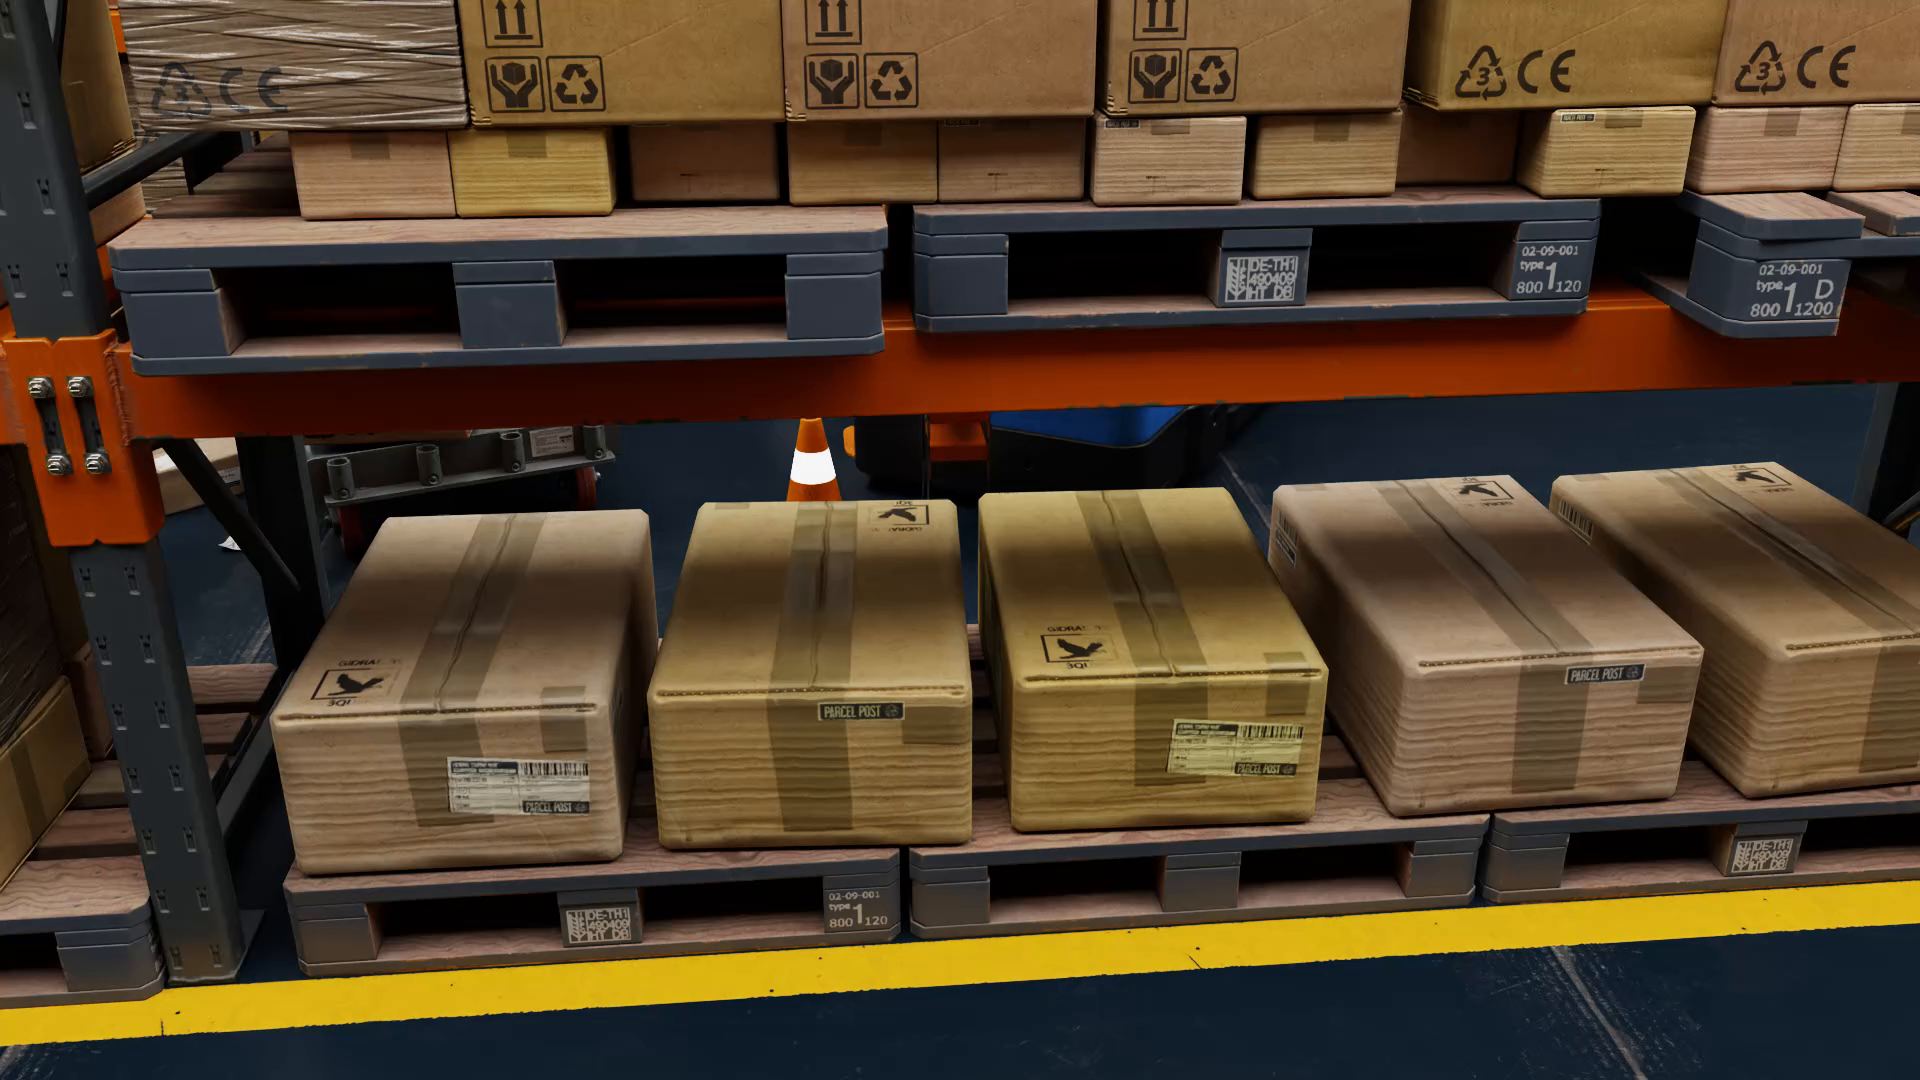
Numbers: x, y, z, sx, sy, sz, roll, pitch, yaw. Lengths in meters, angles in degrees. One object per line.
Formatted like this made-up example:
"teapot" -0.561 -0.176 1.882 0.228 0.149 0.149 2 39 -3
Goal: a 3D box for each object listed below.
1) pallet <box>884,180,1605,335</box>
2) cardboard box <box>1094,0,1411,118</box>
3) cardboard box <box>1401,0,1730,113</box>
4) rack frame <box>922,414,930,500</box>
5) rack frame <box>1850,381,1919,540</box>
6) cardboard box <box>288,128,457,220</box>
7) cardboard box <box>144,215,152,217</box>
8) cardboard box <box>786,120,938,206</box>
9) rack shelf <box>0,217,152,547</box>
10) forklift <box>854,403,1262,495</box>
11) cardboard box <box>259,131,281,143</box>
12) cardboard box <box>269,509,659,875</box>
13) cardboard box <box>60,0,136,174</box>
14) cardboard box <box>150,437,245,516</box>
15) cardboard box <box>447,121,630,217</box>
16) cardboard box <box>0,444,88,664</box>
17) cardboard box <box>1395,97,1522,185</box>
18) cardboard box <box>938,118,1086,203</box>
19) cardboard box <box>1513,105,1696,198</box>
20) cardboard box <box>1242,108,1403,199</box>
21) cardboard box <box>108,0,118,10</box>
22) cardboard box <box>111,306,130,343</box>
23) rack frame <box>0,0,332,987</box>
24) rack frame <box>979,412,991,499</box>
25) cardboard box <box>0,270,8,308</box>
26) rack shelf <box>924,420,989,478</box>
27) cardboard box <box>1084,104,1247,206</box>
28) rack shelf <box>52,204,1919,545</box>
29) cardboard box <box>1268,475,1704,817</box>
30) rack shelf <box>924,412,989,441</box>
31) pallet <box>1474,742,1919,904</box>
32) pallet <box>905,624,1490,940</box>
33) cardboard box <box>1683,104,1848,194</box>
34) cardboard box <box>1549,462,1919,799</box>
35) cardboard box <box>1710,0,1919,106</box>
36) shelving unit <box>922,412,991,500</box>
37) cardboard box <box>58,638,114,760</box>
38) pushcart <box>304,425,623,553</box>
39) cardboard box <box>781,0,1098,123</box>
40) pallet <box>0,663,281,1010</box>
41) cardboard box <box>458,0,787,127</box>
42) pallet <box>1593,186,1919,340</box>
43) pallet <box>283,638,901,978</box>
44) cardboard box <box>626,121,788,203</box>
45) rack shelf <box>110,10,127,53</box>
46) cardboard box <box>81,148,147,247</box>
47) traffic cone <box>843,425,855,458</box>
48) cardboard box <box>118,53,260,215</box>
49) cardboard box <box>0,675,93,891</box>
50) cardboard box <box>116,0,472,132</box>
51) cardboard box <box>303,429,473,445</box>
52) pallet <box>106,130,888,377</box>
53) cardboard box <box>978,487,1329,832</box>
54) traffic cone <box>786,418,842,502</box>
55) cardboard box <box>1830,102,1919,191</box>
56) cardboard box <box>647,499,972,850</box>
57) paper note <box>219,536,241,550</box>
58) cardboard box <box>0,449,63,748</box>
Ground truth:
"pallet" 0.473 -0.672 3.305 1.213 0.211 1.003 -2 24 -5
"cardboard box" 0.455 -1.031 2.870 0.500 0.500 0.500 -3 24 -7
"cardboard box" 0.998 -1.052 2.918 0.500 0.500 0.500 -4 24 -9
"rack frame" -0.105 -0.544 4.997 0.006 1.200 0.240 -2 24 -5
"rack frame" 2.439 -0.855 3.481 0.127 3.000 1.000 -2 24 -5
"cardboard box" -0.961 -0.667 2.850 0.250 0.149 0.380 -2 24 -4
"cardboard box" -3.573 -1.074 7.048 0.500 0.500 0.500 2 24 4
"cardboard box" -0.177 -0.709 2.944 0.250 0.149 0.380 -2 24 -4
"rack shelf" -3.532 -0.287 3.088 4.000 0.370 1.077 -2 24 -5
"forklift" 0.741 -1.971 6.076 1.130 2.935 3.031 11 26 23
"cardboard box" -2.762 -1.916 7.967 0.875 0.875 0.875 -2 24 -4
"cardboard box" -1.020 0.291 3.619 0.625 0.372 0.950 -2 24 -4
"cardboard box" -2.007 -0.972 3.255 0.500 0.500 0.500 -2 24 -5
"cardboard box" -2.563 -0.281 5.555 0.258 0.266 0.396 22 32 40
"cardboard box" -0.711 -0.673 2.864 0.250 0.149 0.380 -2 24 -4
"cardboard box" -2.155 -0.059 3.635 0.500 0.500 0.500 -1 24 -3
"cardboard box" 0.844 -0.773 3.089 0.250 0.149 0.380 -2 24 -5
"cardboard box" 0.070 -0.718 2.965 0.250 0.149 0.380 -2 24 -5
"cardboard box" 1.106 -0.732 2.997 0.250 0.149 0.380 -2 24 -4
"cardboard box" 0.602 -0.730 2.992 0.250 0.149 0.380 -3 24 -7
"cardboard box" -3.589 -2.736 7.528 0.550 0.550 0.875 -2 24 -5
"cardboard box" -3.093 -0.591 5.793 0.503 0.637 0.797 -2 24 -5
"rack frame" -1.542 -0.695 3.122 0.127 3.000 1.000 -2 24 -5
"rack frame" 0.077 -0.551 5.013 0.006 1.200 0.240 -2 24 -5
"cardboard box" -1.832 -0.445 2.867 0.250 0.149 0.380 -3 24 -6
"rack shelf" -0.014 -0.288 5.121 0.180 0.103 0.258 -2 24 -5
"cardboard box" 0.339 -0.708 2.941 0.250 0.149 0.380 -1 24 -3
"rack shelf" 0.449 -0.447 3.447 4.000 0.370 1.077 -2 24 -5
"cardboard box" 1.142 0.205 3.814 0.625 0.372 0.950 -3 24 -6
"rack shelf" -0.014 -0.397 5.072 0.180 0.103 0.258 -2 24 -5
"pallet" 1.661 0.450 3.978 1.213 0.211 1.003 -2 24 -5
"pallet" 0.450 0.497 3.872 1.213 0.211 1.003 -2 24 -5
"cardboard box" 1.379 -0.749 3.035 0.250 0.149 0.380 -3 24 -8
"cardboard box" 1.876 0.172 3.888 0.625 0.372 0.950 -4 24 -9
"cardboard box" 1.500 -1.073 2.965 0.500 0.500 0.500 -3 24 -6
"shelving unit" -0.014 -0.548 5.005 0.189 1.200 0.258 -2 24 -5
"cardboard box" -2.155 0.284 3.787 0.500 0.250 0.500 -3 24 -8
"pushcart" -1.816 -0.417 5.723 0.936 0.377 1.648 -11 26 -23
"cardboard box" -0.055 -1.006 2.814 0.500 0.500 0.500 -2 24 -5
"pallet" -2.207 0.620 3.595 1.213 0.211 1.003 -2 24 -5
"cardboard box" -0.549 -0.992 2.782 0.500 0.500 0.500 -2 24 -5
"pallet" 1.740 -0.696 3.359 1.003 0.211 1.213 -2 24 -5
"pallet" -0.767 0.547 3.759 1.213 0.211 1.003 -2 24 -5
"cardboard box" -0.437 -0.716 2.959 0.250 0.149 0.380 -1 24 -2
"rack shelf" -4.119 -2.284 7.580 4.000 0.370 1.077 -2 24 -5
"cardboard box" -1.887 -0.698 3.436 0.250 0.149 0.380 -2 24 -5
"traffic cone" -0.255 -0.567 5.957 0.334 0.463 0.336 -2 24 -5
"cardboard box" -3.658 -1.879 7.883 0.875 0.875 0.875 -2 24 -5
"cardboard box" -2.104 0.501 3.297 0.500 0.250 0.500 -1 24 -3
"cardboard box" -1.047 -0.972 2.737 0.500 0.500 0.500 -2 24 -4
"cardboard box" -1.747 -0.618 5.091 0.500 0.500 0.500 -2 24 -5
"pallet" -0.767 -0.580 3.097 1.213 0.211 1.003 -2 24 -5
"cardboard box" 0.387 0.233 3.751 0.625 0.372 0.950 -2 24 -3
"traffic cone" -0.445 -0.152 5.021 0.334 0.463 0.336 -2 24 -5
"cardboard box" 1.630 -0.756 3.050 0.250 0.149 0.380 -2 24 -6
"cardboard box" -0.305 0.261 3.687 0.625 0.372 0.950 -1 24 -2
"paper note" -2.237 -0.007 5.228 0.142 0.019 0.148 -2 24 -5
"cardboard box" -2.104 0.159 3.145 0.500 0.500 0.500 -3 24 -6
